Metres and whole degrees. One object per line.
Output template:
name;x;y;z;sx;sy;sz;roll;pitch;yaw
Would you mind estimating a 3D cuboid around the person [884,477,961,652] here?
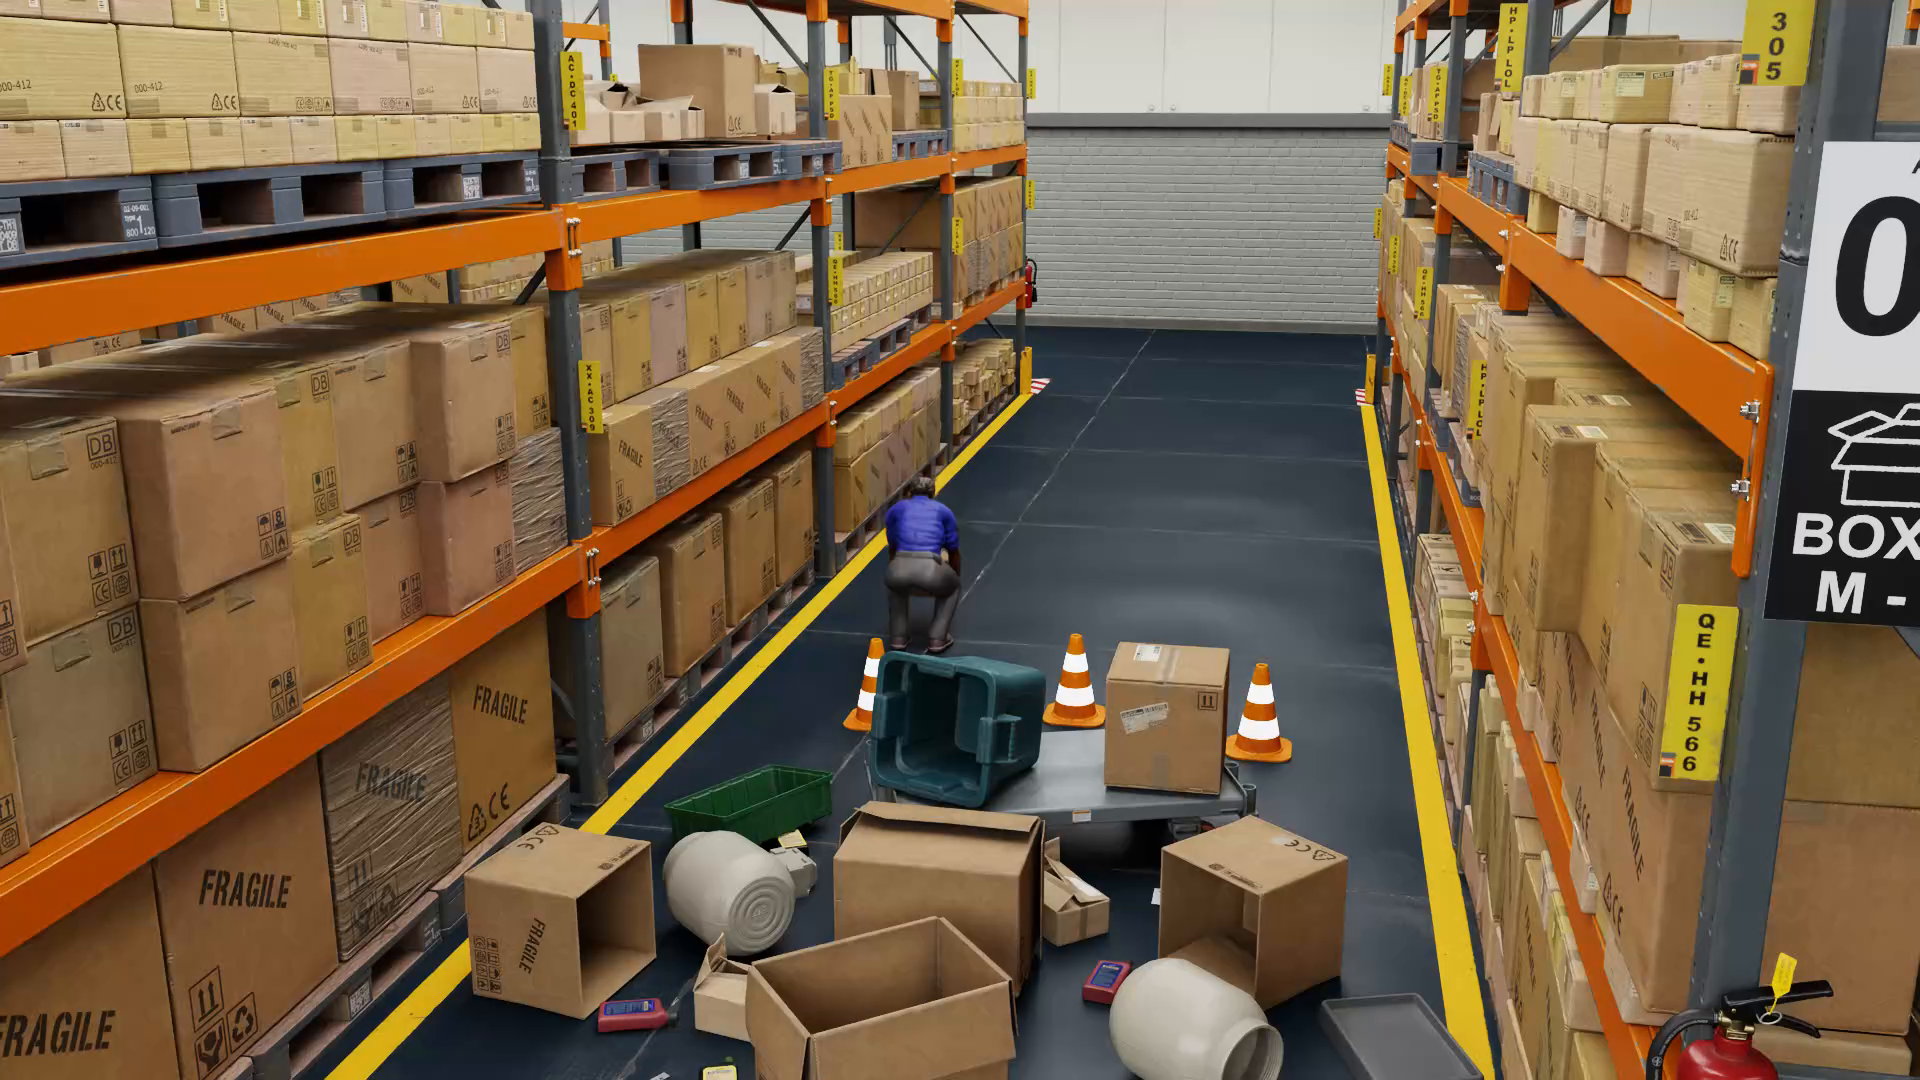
person;-0.247;0.153;10.279;0.488;0.984;0.796;3;15;11
